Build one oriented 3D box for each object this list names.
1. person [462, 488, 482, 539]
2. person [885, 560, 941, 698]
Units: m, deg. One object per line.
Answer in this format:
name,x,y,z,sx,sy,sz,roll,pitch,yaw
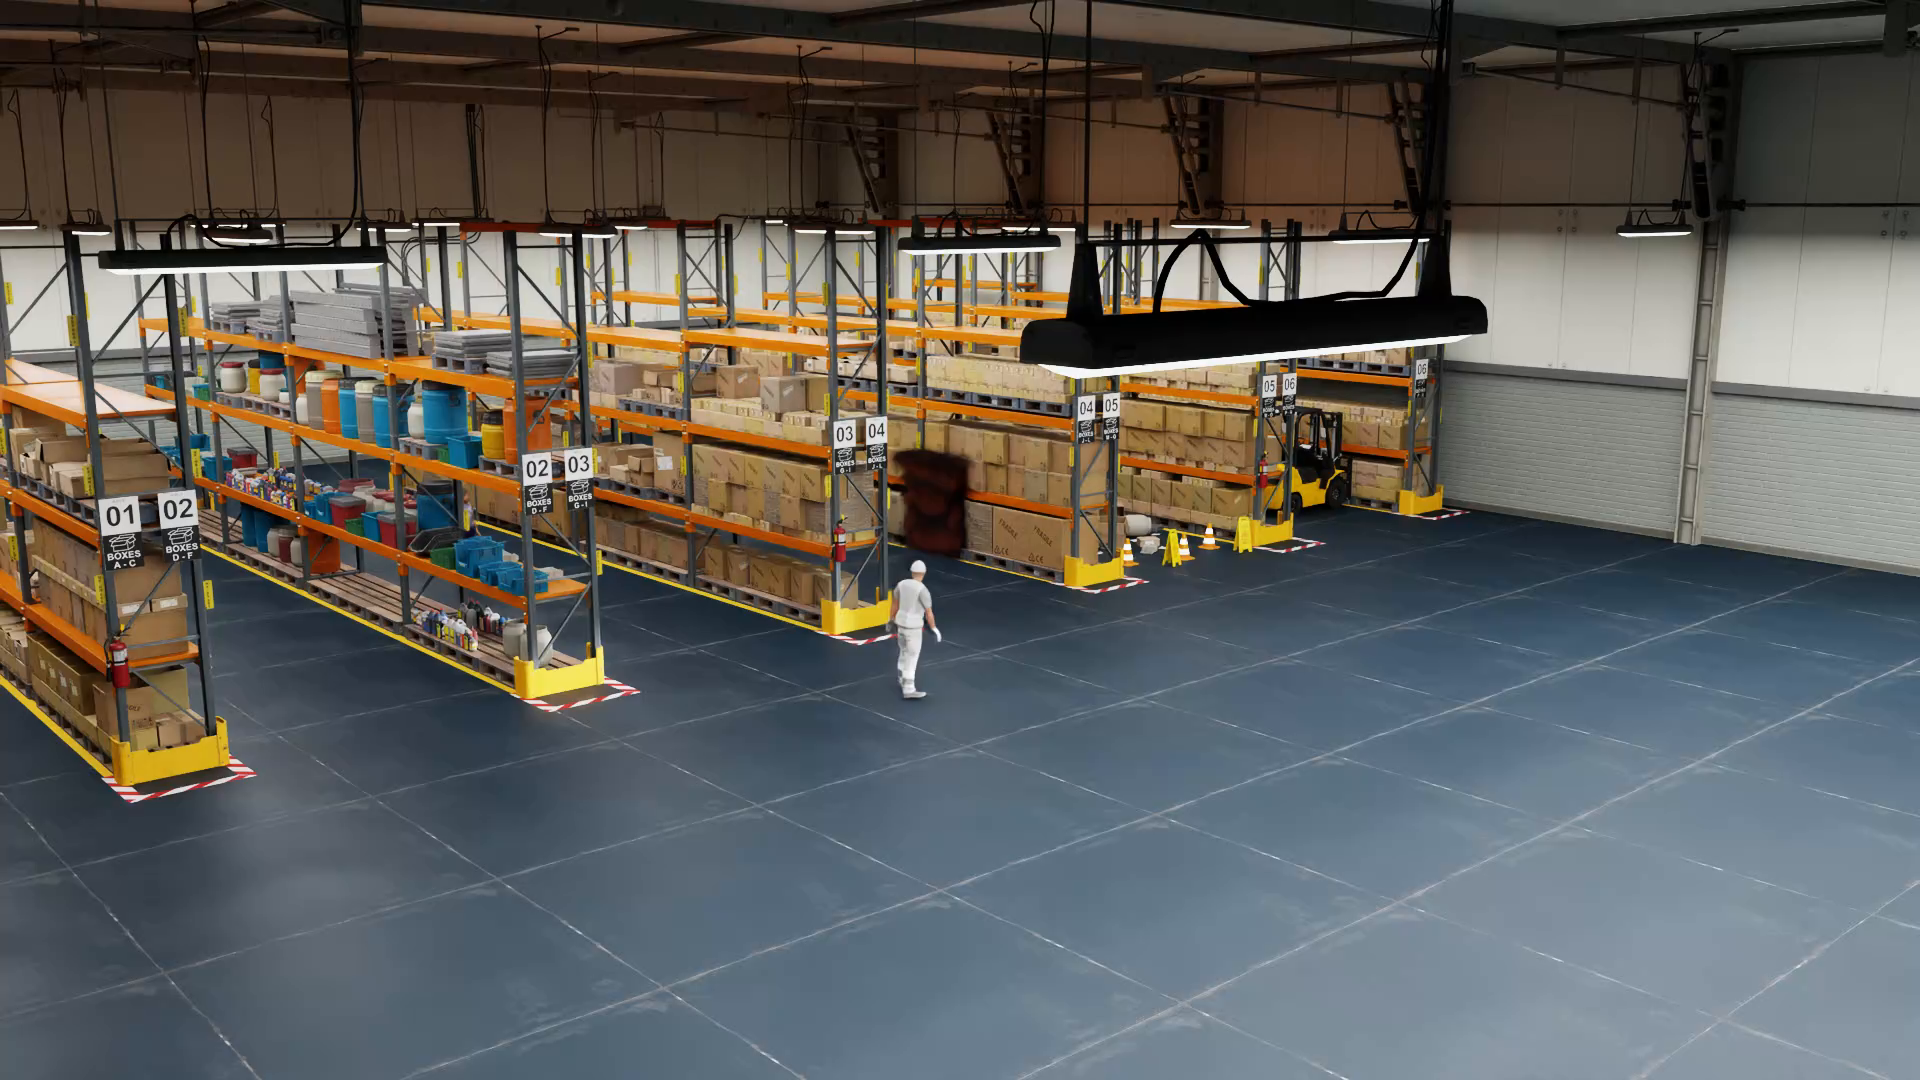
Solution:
person,-8.438,-0.095,28.251,0.585,1.598,0.939,-9,14,-36
person,-0.639,1.156,21.760,0.525,1.802,0.733,-10,15,-40
